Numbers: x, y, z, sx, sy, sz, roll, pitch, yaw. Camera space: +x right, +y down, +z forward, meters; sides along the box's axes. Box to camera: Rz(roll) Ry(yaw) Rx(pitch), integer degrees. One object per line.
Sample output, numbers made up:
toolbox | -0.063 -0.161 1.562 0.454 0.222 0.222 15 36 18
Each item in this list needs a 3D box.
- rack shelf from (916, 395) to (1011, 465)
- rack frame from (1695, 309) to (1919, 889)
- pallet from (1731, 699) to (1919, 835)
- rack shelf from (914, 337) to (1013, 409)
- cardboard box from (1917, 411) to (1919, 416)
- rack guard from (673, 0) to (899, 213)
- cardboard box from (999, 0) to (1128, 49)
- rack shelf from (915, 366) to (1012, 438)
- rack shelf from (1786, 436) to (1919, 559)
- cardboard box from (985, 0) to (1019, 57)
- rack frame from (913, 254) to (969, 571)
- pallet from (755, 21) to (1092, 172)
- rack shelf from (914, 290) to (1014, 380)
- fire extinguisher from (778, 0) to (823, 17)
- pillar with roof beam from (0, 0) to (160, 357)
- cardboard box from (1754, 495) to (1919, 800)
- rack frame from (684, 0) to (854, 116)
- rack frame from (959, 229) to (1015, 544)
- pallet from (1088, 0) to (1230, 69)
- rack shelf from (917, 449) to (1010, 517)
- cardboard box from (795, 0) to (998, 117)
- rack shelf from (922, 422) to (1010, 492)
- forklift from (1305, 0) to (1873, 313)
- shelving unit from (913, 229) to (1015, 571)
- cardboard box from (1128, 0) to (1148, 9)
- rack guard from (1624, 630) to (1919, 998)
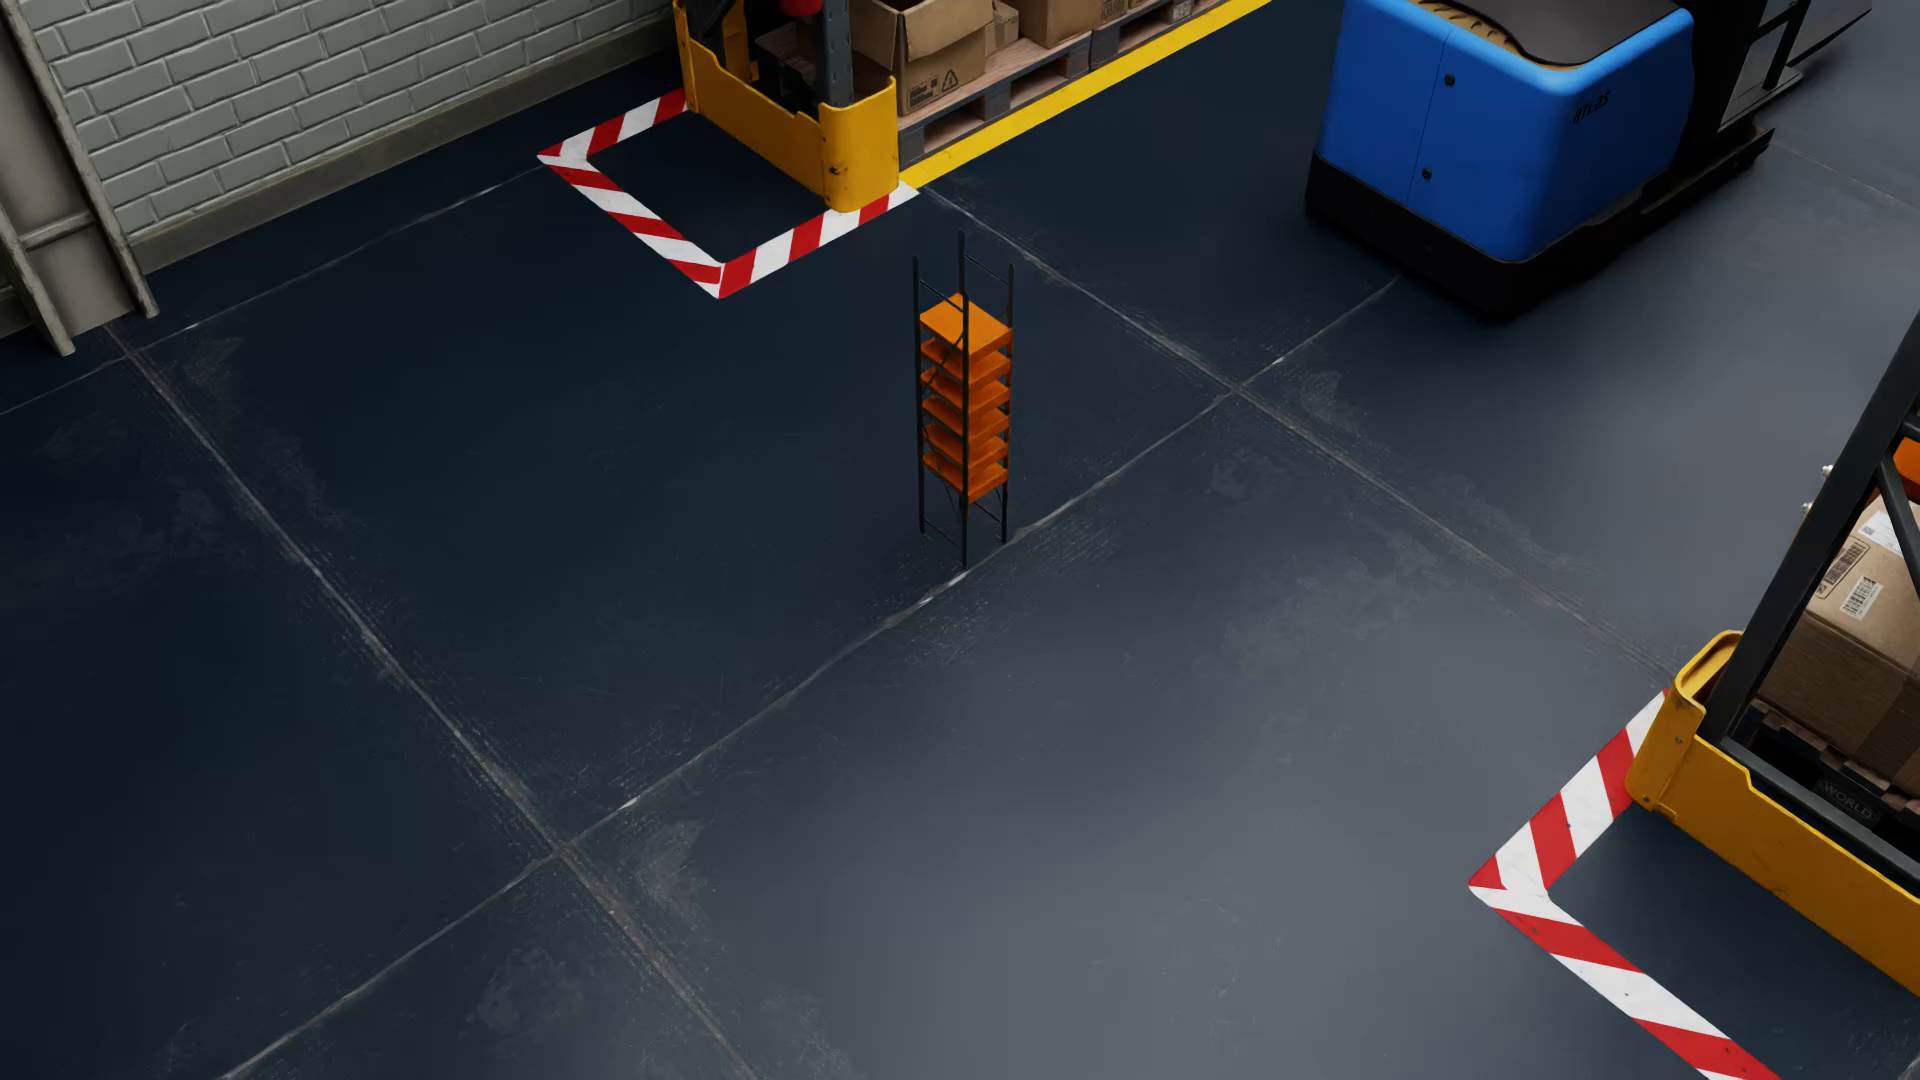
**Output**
rack shelf | 0.011 -0.384 5.348 0.180 0.103 0.258 -34 56 -27
rack frame | 2.531 -0.046 3.752 0.127 3.000 1.000 -34 56 -27
pallet | 3.070 0.461 5.181 1.213 0.211 1.003 -34 56 -27
rack shelf | 0.011 -0.547 5.172 0.180 0.103 0.258 -34 56 -27
cardboard box | 2.710 -0.463 4.068 0.500 0.500 0.500 -33 56 -27
rack guard | -0.755 -1.934 7.194 0.348 0.500 1.175 -34 56 -27
cardboard box | 0.364 -2.691 7.607 0.500 0.500 0.700 -32 55 -26
rack shelf | 0.011 -0.465 5.260 0.180 0.103 0.258 -34 56 -27
rack shelf | 4.011 -0.791 4.929 4.000 0.370 1.077 -34 56 -27
cardboard box | 0.046 -2.359 7.540 0.250 0.149 0.380 -36 57 -28
rack frame | -0.057 -0.369 5.274 0.006 1.200 0.240 -34 56 -27
pallet | -0.166 -2.230 7.664 1.213 0.211 1.003 -34 56 -27
rack shelf | 0.011 -0.628 5.084 0.180 0.103 0.258 -34 56 -27
fire extinguisher | -0.609 -2.267 6.107 0.183 0.674 0.296 -34 56 -27
pillar with roof beam | -0.516 -1.594 1.098 0.400 9.000 9.100 -34 56 -27
cardboard box | 2.952 0.299 4.891 0.875 0.438 0.875 -36 57 -28
rack frame | -0.811 -2.744 6.241 0.127 3.000 1.000 -34 56 -27
rack frame | 0.078 -0.459 5.357 0.006 1.200 0.240 -34 56 -27
pallet | 0.737 -2.830 8.218 1.213 0.211 1.003 -34 56 -27
rack shelf | 0.011 -0.221 5.525 0.180 0.103 0.258 -34 56 -27
cardboard box | -0.295 -2.290 7.235 0.637 0.503 0.797 -36 57 -28
rack shelf | 0.011 -0.303 5.436 0.180 0.103 0.258 -34 56 -27
forklift | 2.895 -2.811 6.350 3.031 2.935 1.130 -32 55 -26
shelving unit | 0.011 -0.414 5.316 0.189 1.200 0.258 -34 56 -27
cardboard box | 0.822 -2.898 7.798 0.500 0.500 0.500 -33 55 -27
rack guard | 2.513 0.813 4.660 0.348 0.500 1.175 -34 56 -27
